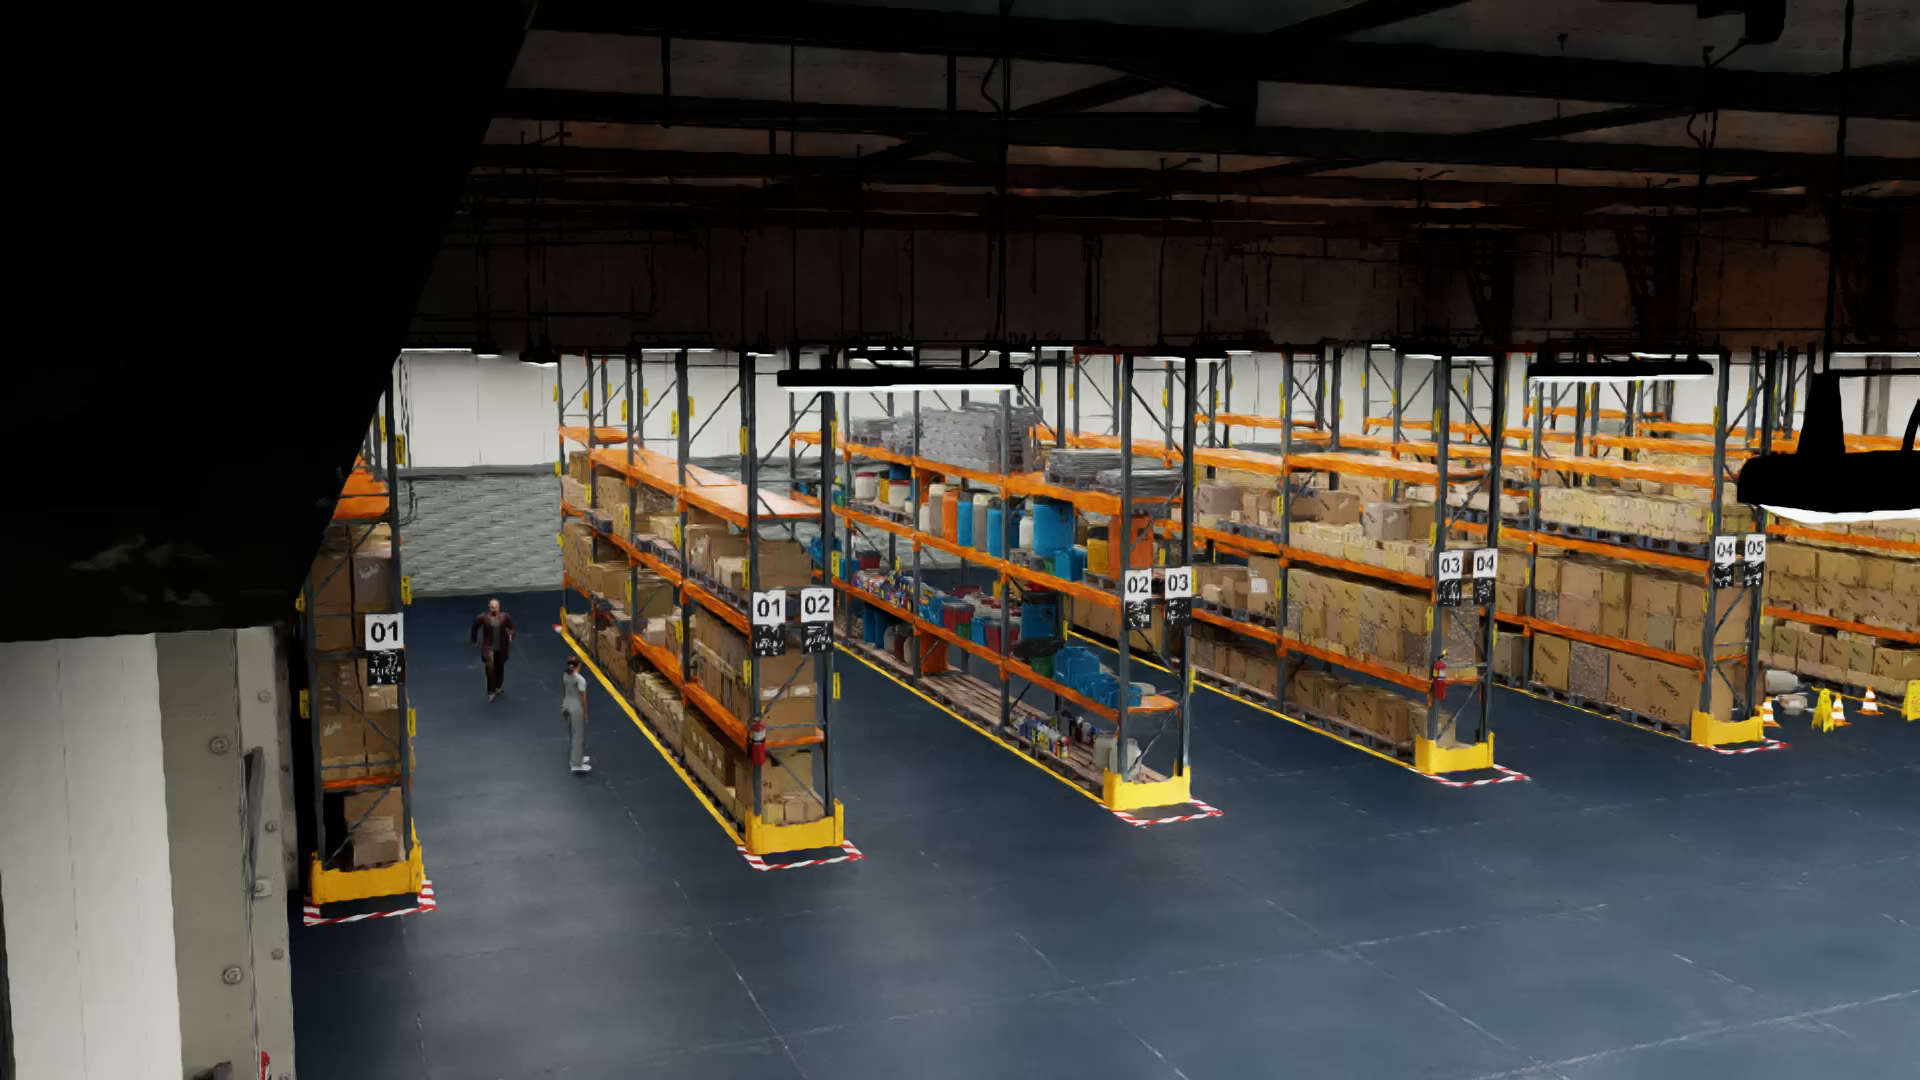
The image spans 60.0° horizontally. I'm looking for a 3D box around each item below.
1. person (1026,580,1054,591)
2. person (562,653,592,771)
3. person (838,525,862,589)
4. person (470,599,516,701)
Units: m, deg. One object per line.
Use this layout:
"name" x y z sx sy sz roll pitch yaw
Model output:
"person" 1.640 1.238 33.663 0.681 1.663 0.861 -2 8 -16
"person" -5.509 2.455 23.962 0.589 1.681 0.485 6 9 40
"person" -2.657 0.452 40.319 0.567 1.540 0.587 4 8 27
"person" -8.011 1.847 28.633 0.735 1.718 0.903 -4 8 -26
